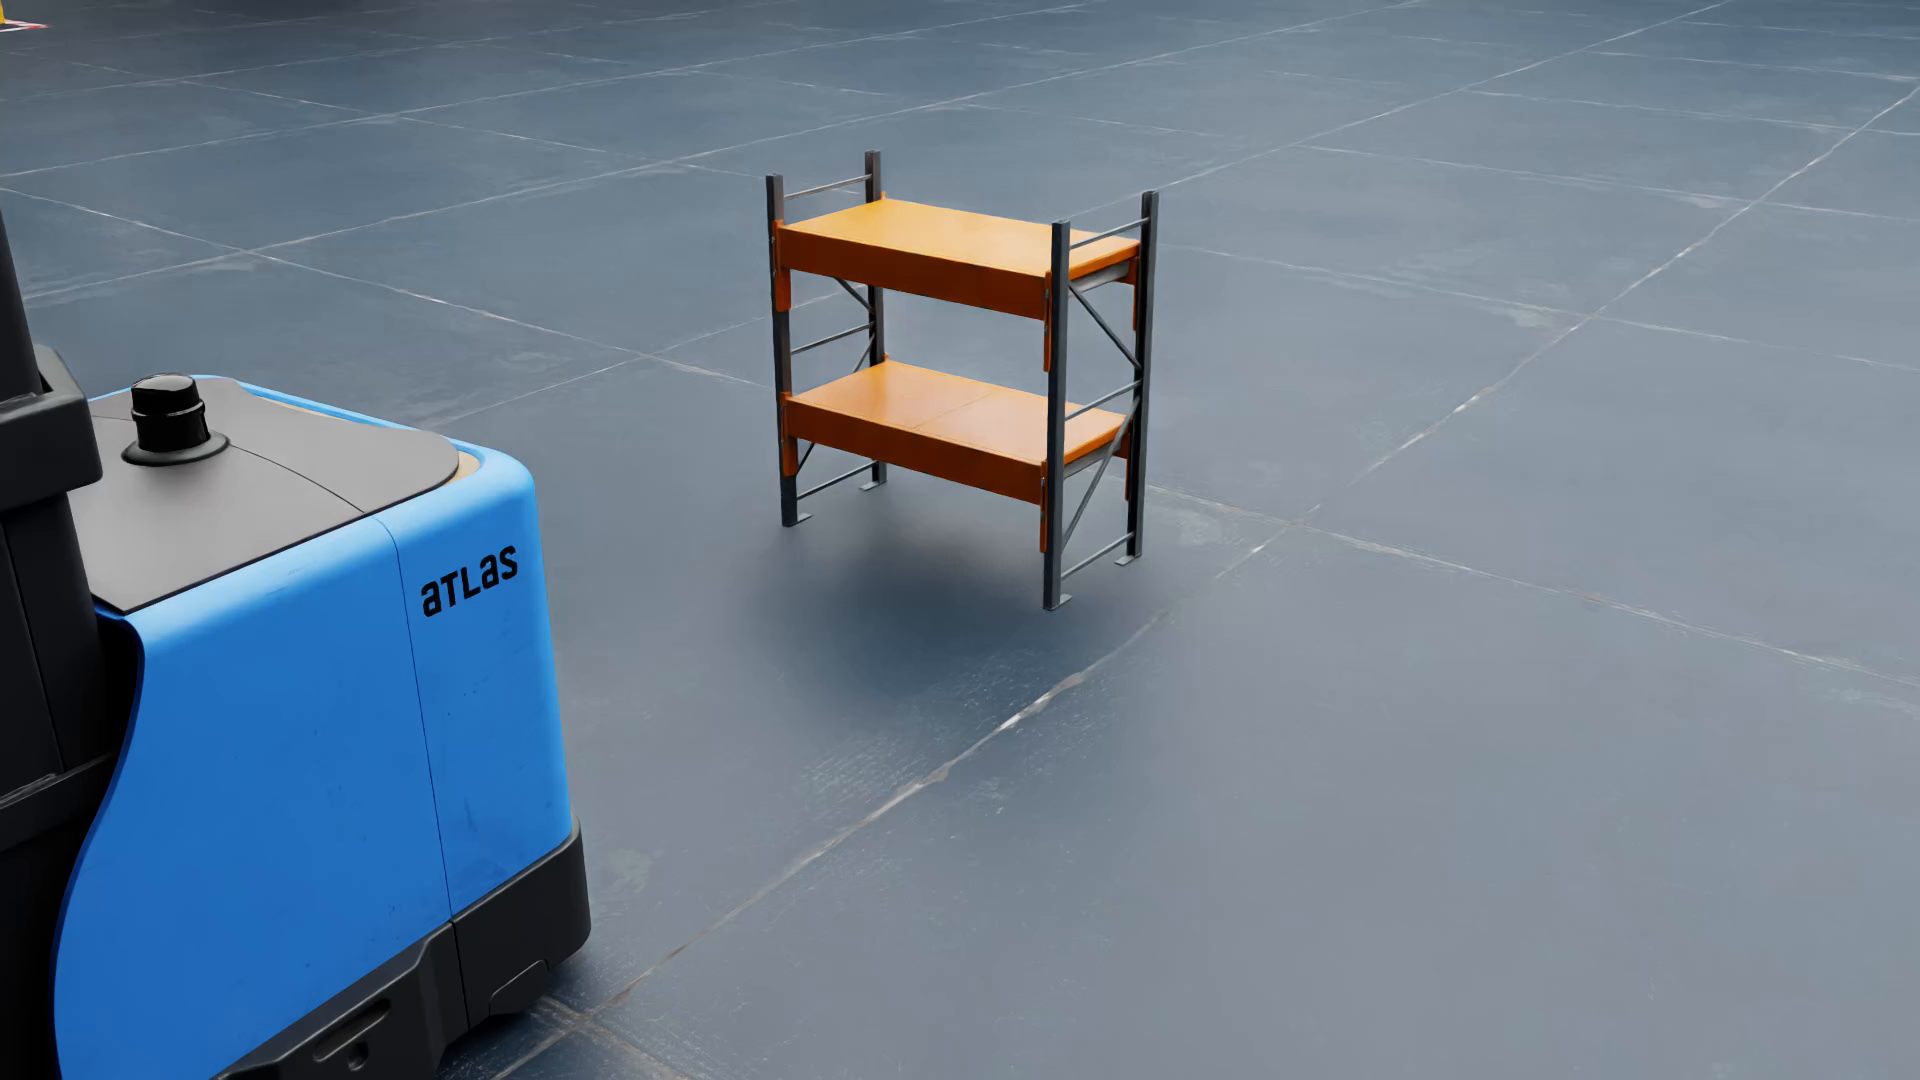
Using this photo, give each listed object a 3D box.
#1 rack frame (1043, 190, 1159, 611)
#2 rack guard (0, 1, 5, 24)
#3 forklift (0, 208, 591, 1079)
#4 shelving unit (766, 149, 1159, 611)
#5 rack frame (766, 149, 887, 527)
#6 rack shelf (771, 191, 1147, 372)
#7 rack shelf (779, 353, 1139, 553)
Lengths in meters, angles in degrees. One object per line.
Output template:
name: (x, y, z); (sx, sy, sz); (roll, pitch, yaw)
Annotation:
rack frame: (0.401, -0.393, 4.748); (0.032, 1.125, 0.500); (17, 29, 33)
rack guard: (-10.702, -5.626, 17.399); (0.348, 0.500, 1.175); (17, 29, 33)
forklift: (-1.948, -0.106, 1.856); (1.130, 2.935, 3.031); (14, 28, 29)
shelving unit: (-0.005, -0.516, 5.027); (1.048, 1.125, 0.538); (17, 29, 33)
rack frame: (-0.412, -0.639, 5.306); (0.032, 1.125, 0.500); (17, 29, 33)
rack shelf: (-0.005, -0.784, 4.909); (1.000, 0.278, 0.538); (17, 29, 33)
rack shelf: (-0.005, -0.293, 5.125); (1.000, 0.278, 0.538); (17, 29, 33)
